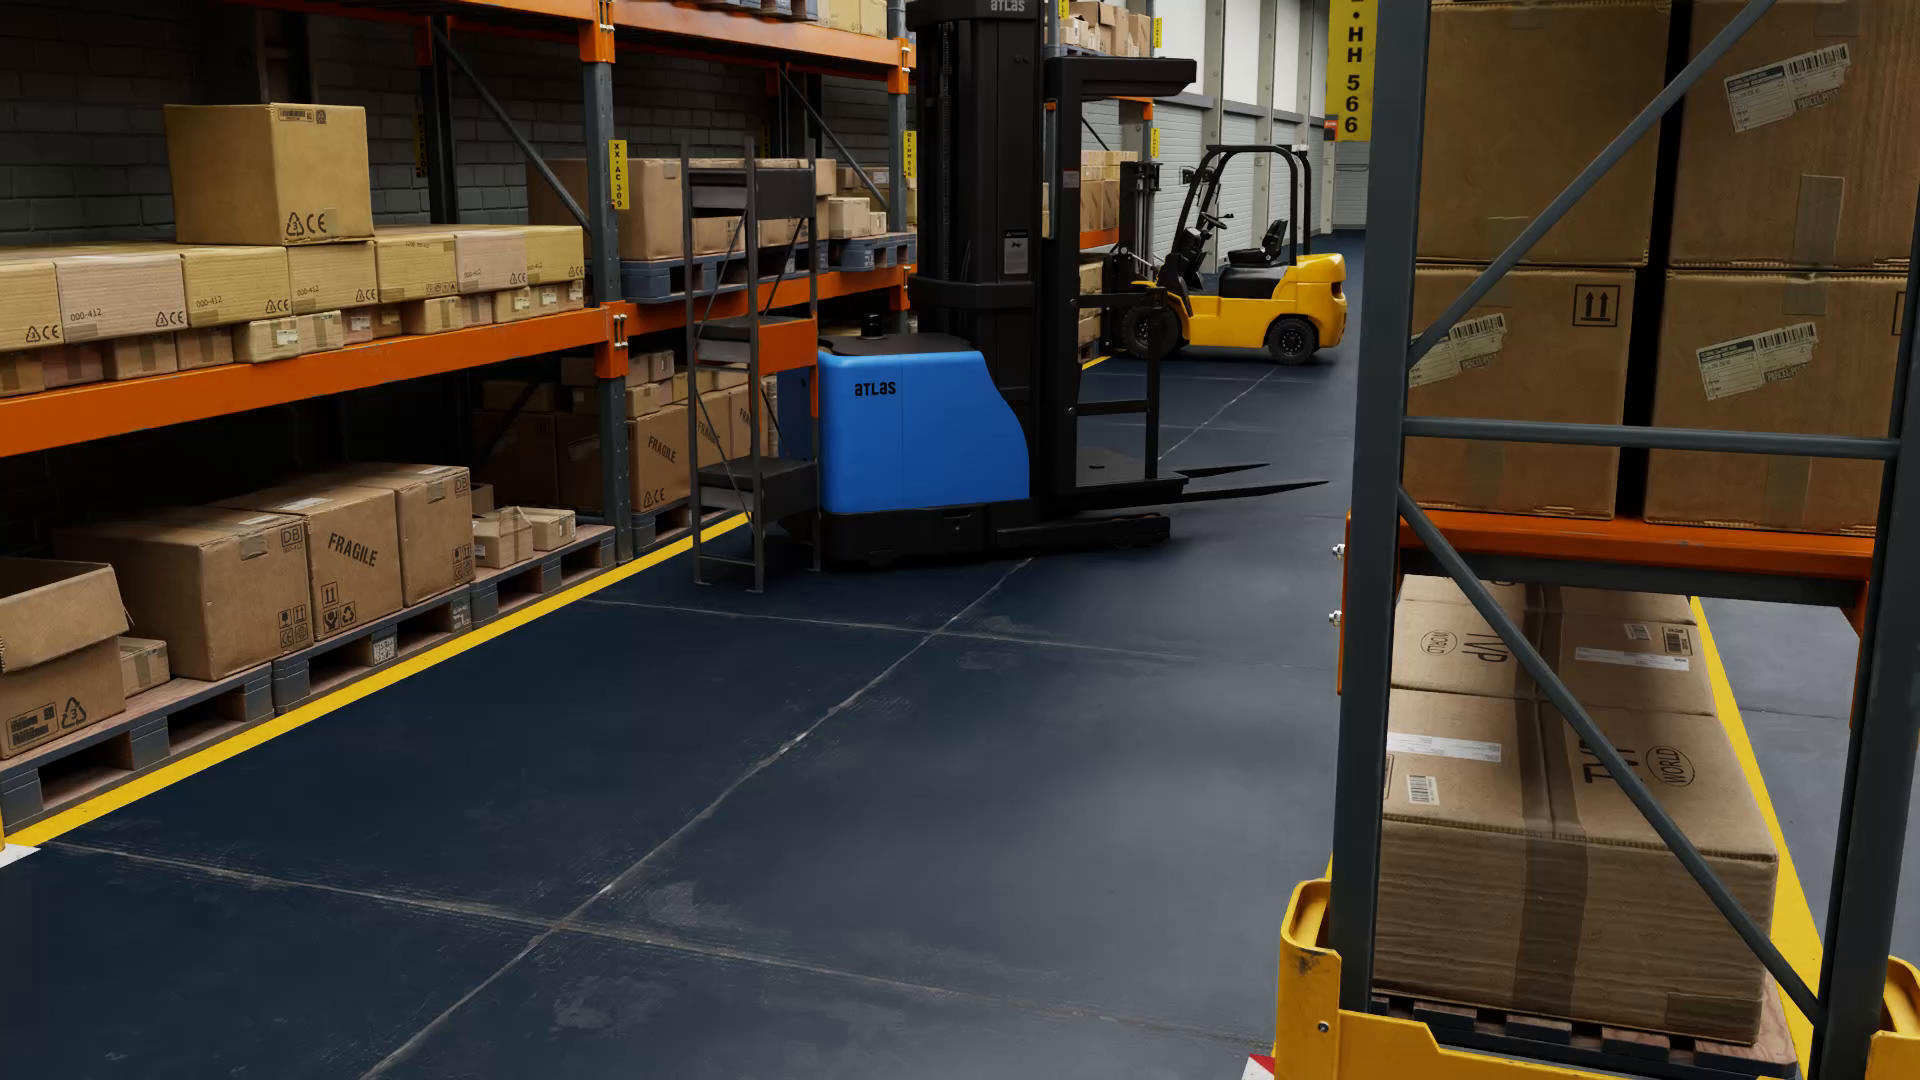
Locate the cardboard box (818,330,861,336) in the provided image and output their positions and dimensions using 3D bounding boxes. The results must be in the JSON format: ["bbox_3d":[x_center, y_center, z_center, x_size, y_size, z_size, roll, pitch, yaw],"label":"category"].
[{"bbox_3d":[-0.850,-1.342,11.342,0.380,0.149,0.250,4,13,15],"label":"cardboard box"}]

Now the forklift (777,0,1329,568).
[{"bbox_3d":[0.575,-1.483,8.897,3.031,2.935,1.130,-5,14,-22],"label":"forklift"}]

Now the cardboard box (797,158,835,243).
[{"bbox_3d":[-1.224,-2.120,10.357,0.797,0.503,0.637,4,13,17],"label":"cardboard box"}]

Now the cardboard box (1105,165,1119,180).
[{"bbox_3d":[1.478,-3.906,17.677,0.380,0.149,0.250,4,14,19],"label":"cardboard box"}]

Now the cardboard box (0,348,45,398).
[{"bbox_3d":[-3.055,-0.521,5.094,0.380,0.149,0.250,5,14,20],"label":"cardboard box"}]

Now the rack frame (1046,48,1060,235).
[{"bbox_3d":[0.423,-3.064,15.670,1.000,3.000,0.127,4,14,18],"label":"rack frame"}]

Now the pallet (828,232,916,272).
[{"bbox_3d":[-1.024,-1.980,11.354,1.213,0.211,1.003,4,14,18],"label":"pallet"}]

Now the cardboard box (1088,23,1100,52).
[{"bbox_3d":[1.190,-5.005,16.566,0.396,0.266,0.258,4,13,17],"label":"cardboard box"}]

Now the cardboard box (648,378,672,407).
[{"bbox_3d":[-1.781,-0.802,8.976,0.380,0.149,0.250,4,13,17],"label":"cardboard box"}]

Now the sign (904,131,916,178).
[{"bbox_3d":[-0.355,-2.710,11.697,0.100,0.325,0.005,4,14,18],"label":"sign"}]

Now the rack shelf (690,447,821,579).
[{"bbox_3d":[-0.987,-0.141,8.082,0.431,0.518,0.480,8,15,28],"label":"rack shelf"}]

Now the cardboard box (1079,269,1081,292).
[{"bbox_3d":[0.876,-2.495,16.165,0.500,0.250,0.500,4,13,18],"label":"cardboard box"}]

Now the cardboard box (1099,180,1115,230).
[{"bbox_3d":[1.312,-3.509,17.396,0.500,0.500,0.500,4,14,19],"label":"cardboard box"}]

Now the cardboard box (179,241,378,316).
[{"bbox_3d":[-2.589,-1.007,6.329,0.500,0.250,0.500,4,13,17],"label":"cardboard box"}]

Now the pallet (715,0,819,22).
[{"bbox_3d":[-1.555,-3.101,9.514,1.213,0.211,1.003,4,14,18],"label":"pallet"}]

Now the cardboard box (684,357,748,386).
[{"bbox_3d":[-1.434,-1.017,9.920,0.380,0.149,0.250,5,14,20],"label":"cardboard box"}]

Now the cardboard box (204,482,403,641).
[{"bbox_3d":[-2.593,0.074,6.598,0.500,0.500,0.500,5,14,19],"label":"cardboard box"}]

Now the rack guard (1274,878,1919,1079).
[{"bbox_3d":[1.230,1.043,3.294,1.175,0.500,0.348,4,14,18],"label":"rack guard"}]

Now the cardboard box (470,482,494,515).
[{"bbox_3d":[-2.603,-0.151,8.007,0.500,0.311,0.500,5,14,20],"label":"cardboard box"}]

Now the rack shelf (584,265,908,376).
[{"bbox_3d":[-1.518,-1.450,10.215,1.077,0.370,4.000,4,14,18],"label":"rack shelf"}]

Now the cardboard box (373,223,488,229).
[{"bbox_3d":[-2.581,-1.366,7.902,0.500,0.250,0.500,4,14,18],"label":"cardboard box"}]

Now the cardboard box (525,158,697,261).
[{"bbox_3d":[-1.797,-1.718,8.608,0.700,0.500,0.500,5,14,20],"label":"cardboard box"}]

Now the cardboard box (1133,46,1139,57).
[{"bbox_3d":[1.736,-5.303,18.136,0.380,0.149,0.250,4,13,17],"label":"cardboard box"}]

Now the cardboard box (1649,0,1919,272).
[{"bbox_3d":[1.663,-0.797,3.268,0.500,0.500,0.500,4,13,17],"label":"cardboard box"}]

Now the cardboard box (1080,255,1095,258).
[{"bbox_3d":[1.224,-3.065,18.662,0.500,0.250,0.500,4,14,18],"label":"cardboard box"}]

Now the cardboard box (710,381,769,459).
[{"bbox_3d":[-1.467,-0.669,9.850,0.500,0.500,0.500,4,13,17],"label":"cardboard box"}]

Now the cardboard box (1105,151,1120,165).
[{"bbox_3d":[1.483,-4.049,17.637,0.380,0.149,0.250,5,14,20],"label":"cardboard box"}]

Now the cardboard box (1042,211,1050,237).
[{"bbox_3d":[0.507,-2.866,15.139,0.500,0.250,0.500,5,14,20],"label":"cardboard box"}]

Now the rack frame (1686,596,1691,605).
[{"bbox_3d":[2.532,-1.023,6.728,1.000,3.000,0.127,4,14,18],"label":"rack frame"}]

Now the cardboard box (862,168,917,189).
[{"bbox_3d":[-0.489,-2.632,12.098,0.380,0.149,0.250,5,14,20],"label":"cardboard box"}]

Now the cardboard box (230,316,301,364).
[{"bbox_3d":[-2.630,-0.732,6.017,0.380,0.149,0.250,4,13,17],"label":"cardboard box"}]

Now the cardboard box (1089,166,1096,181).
[{"bbox_3d":[1.152,-3.690,16.732,0.380,0.149,0.250,4,14,18],"label":"cardboard box"}]

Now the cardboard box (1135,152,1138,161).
[{"bbox_3d":[1.801,-4.325,18.846,0.380,0.149,0.250,4,14,19],"label":"cardboard box"}]

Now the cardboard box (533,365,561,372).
[{"bbox_3d":[-2.169,-0.887,9.351,0.380,0.149,0.250,5,14,19],"label":"cardboard box"}]

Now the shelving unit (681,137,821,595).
[{"bbox_3d":[-0.982,-0.836,7.919,0.431,2.100,0.503,8,15,28],"label":"shelving unit"}]

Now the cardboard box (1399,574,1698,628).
[{"bbox_3d":[1.939,0.335,5.595,0.875,0.438,0.875,4,13,17],"label":"cardboard box"}]

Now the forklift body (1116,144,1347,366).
[{"bbox_3d":[2.830,-2.961,17.129,2.313,2.155,1.214,4,14,18],"label":"forklift body"}]

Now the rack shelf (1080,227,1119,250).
[{"bbox_3d":[1.070,-3.134,17.595,1.077,0.370,4.000,4,14,18],"label":"rack shelf"}]

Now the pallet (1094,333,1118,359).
[{"bbox_3d":[1.113,-2.126,17.830,1.003,0.211,1.213,4,14,18],"label":"pallet"}]

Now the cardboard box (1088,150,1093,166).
[{"bbox_3d":[1.119,-3.839,16.715,0.380,0.149,0.250,4,13,18],"label":"cardboard box"}]

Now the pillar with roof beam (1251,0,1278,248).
[{"bbox_3d":[10.536,-10.229,33.581,9.100,9.000,0.400,4,14,18],"label":"pillar with roof beam"}]

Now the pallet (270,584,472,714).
[{"bbox_3d":[-2.782,0.383,6.838,1.003,0.211,1.213,4,14,18],"label":"pallet"}]

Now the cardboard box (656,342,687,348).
[{"bbox_3d":[-1.703,-1.160,10.546,0.380,0.149,0.250,4,14,19],"label":"cardboard box"}]

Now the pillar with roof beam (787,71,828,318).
[{"bbox_3d":[2.771,-5.176,11.441,9.100,9.000,0.400,4,14,18],"label":"pillar with roof beam"}]

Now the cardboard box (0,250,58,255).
[{"bbox_3d":[-3.394,-0.833,5.567,0.500,0.250,0.500,4,14,19],"label":"cardboard box"}]

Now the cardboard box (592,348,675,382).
[{"bbox_3d":[-1.759,-0.941,8.918,0.380,0.149,0.250,4,13,16],"label":"cardboard box"}]

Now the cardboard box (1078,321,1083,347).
[{"bbox_3d":[0.893,-2.006,16.271,0.500,0.250,0.500,5,14,19],"label":"cardboard box"}]

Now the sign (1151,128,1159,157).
[{"bbox_3d":[2.226,-4.544,19.021,0.100,0.325,0.005,4,14,18],"label":"sign"}]

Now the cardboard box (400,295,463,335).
[{"bbox_3d":[-2.321,-0.950,6.972,0.380,0.149,0.250,4,13,18],"label":"cardboard box"}]

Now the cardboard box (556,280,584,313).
[{"bbox_3d":[-2.030,-1.171,7.944,0.380,0.149,0.250,5,14,19],"label":"cardboard box"}]

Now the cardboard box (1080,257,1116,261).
[{"bbox_3d":[1.550,-2.923,18.043,0.500,0.250,0.500,5,14,19],"label":"cardboard box"}]
